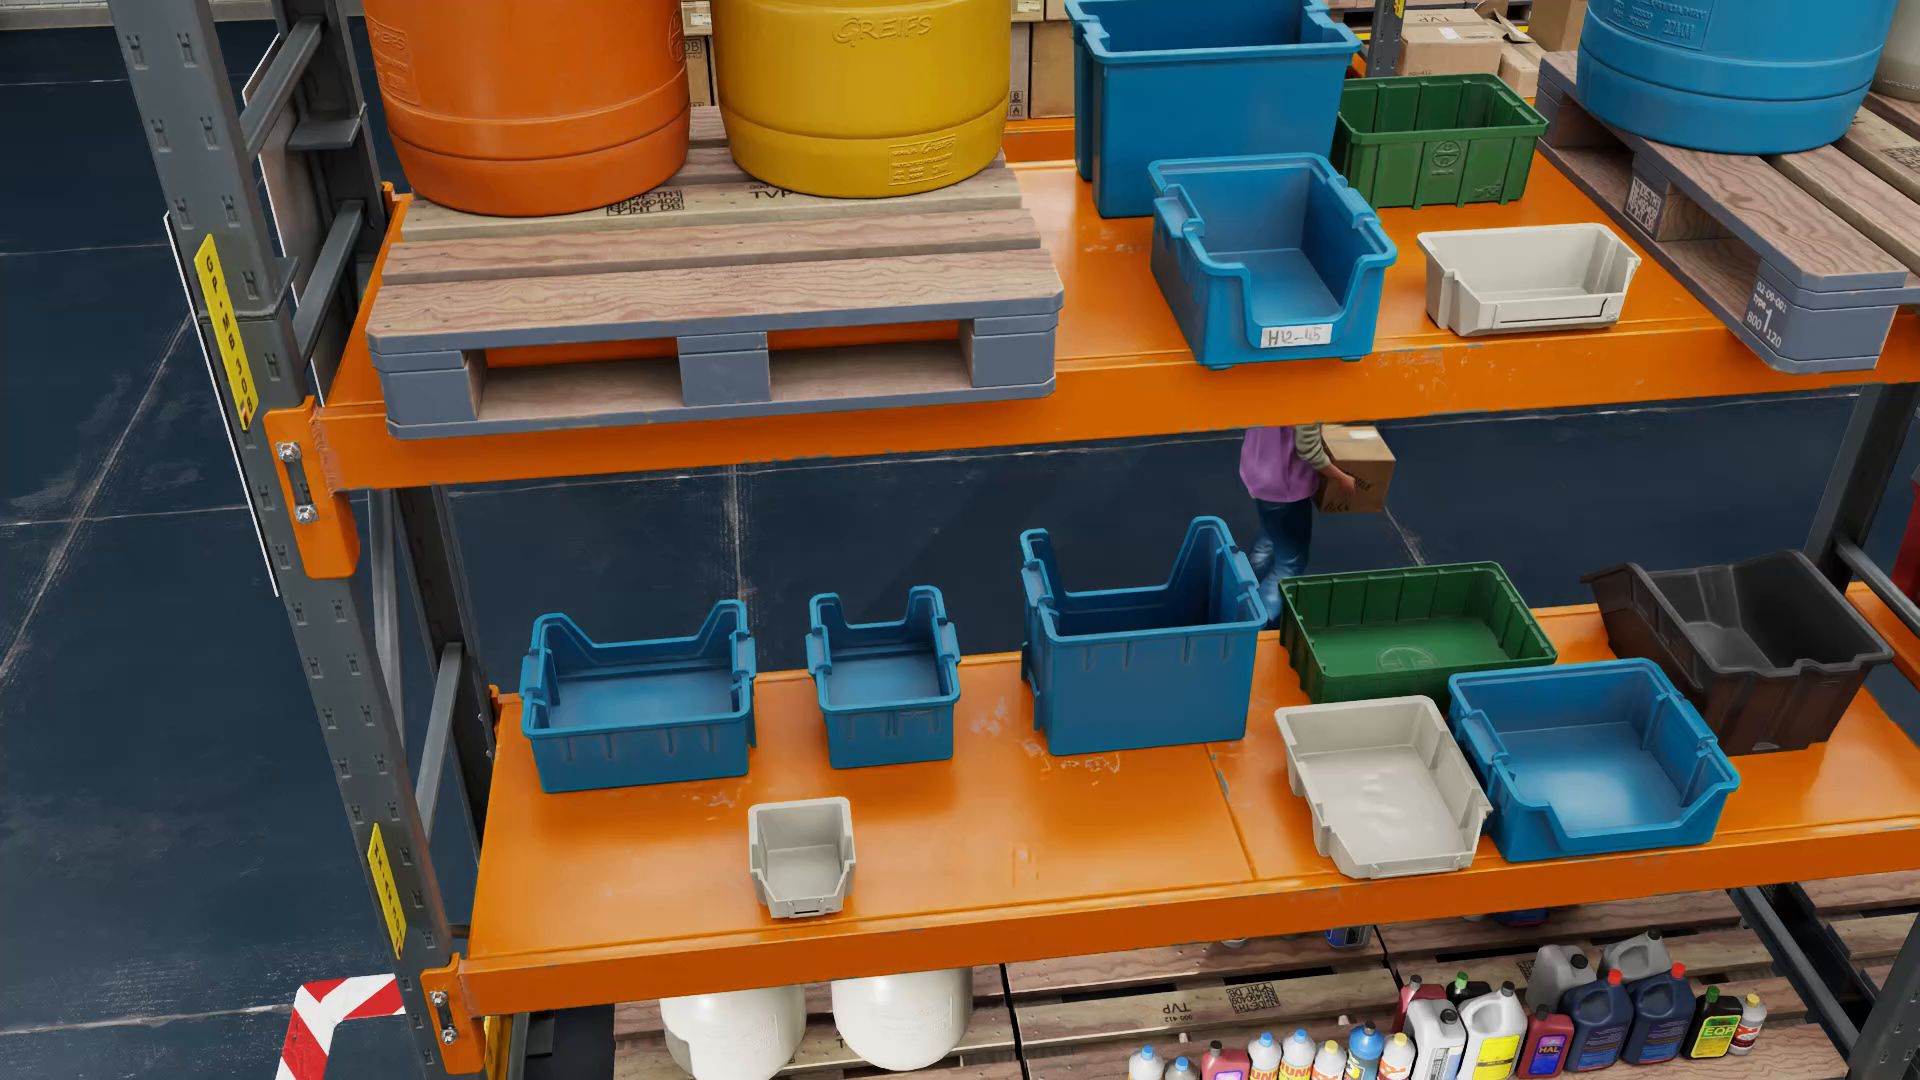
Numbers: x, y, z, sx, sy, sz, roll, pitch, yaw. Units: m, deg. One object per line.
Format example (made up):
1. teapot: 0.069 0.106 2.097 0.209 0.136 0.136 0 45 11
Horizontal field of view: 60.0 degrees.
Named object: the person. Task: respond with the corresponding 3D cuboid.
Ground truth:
1. person: 1.309 -0.239 6.483 0.424 1.603 0.444 -5 36 -7
